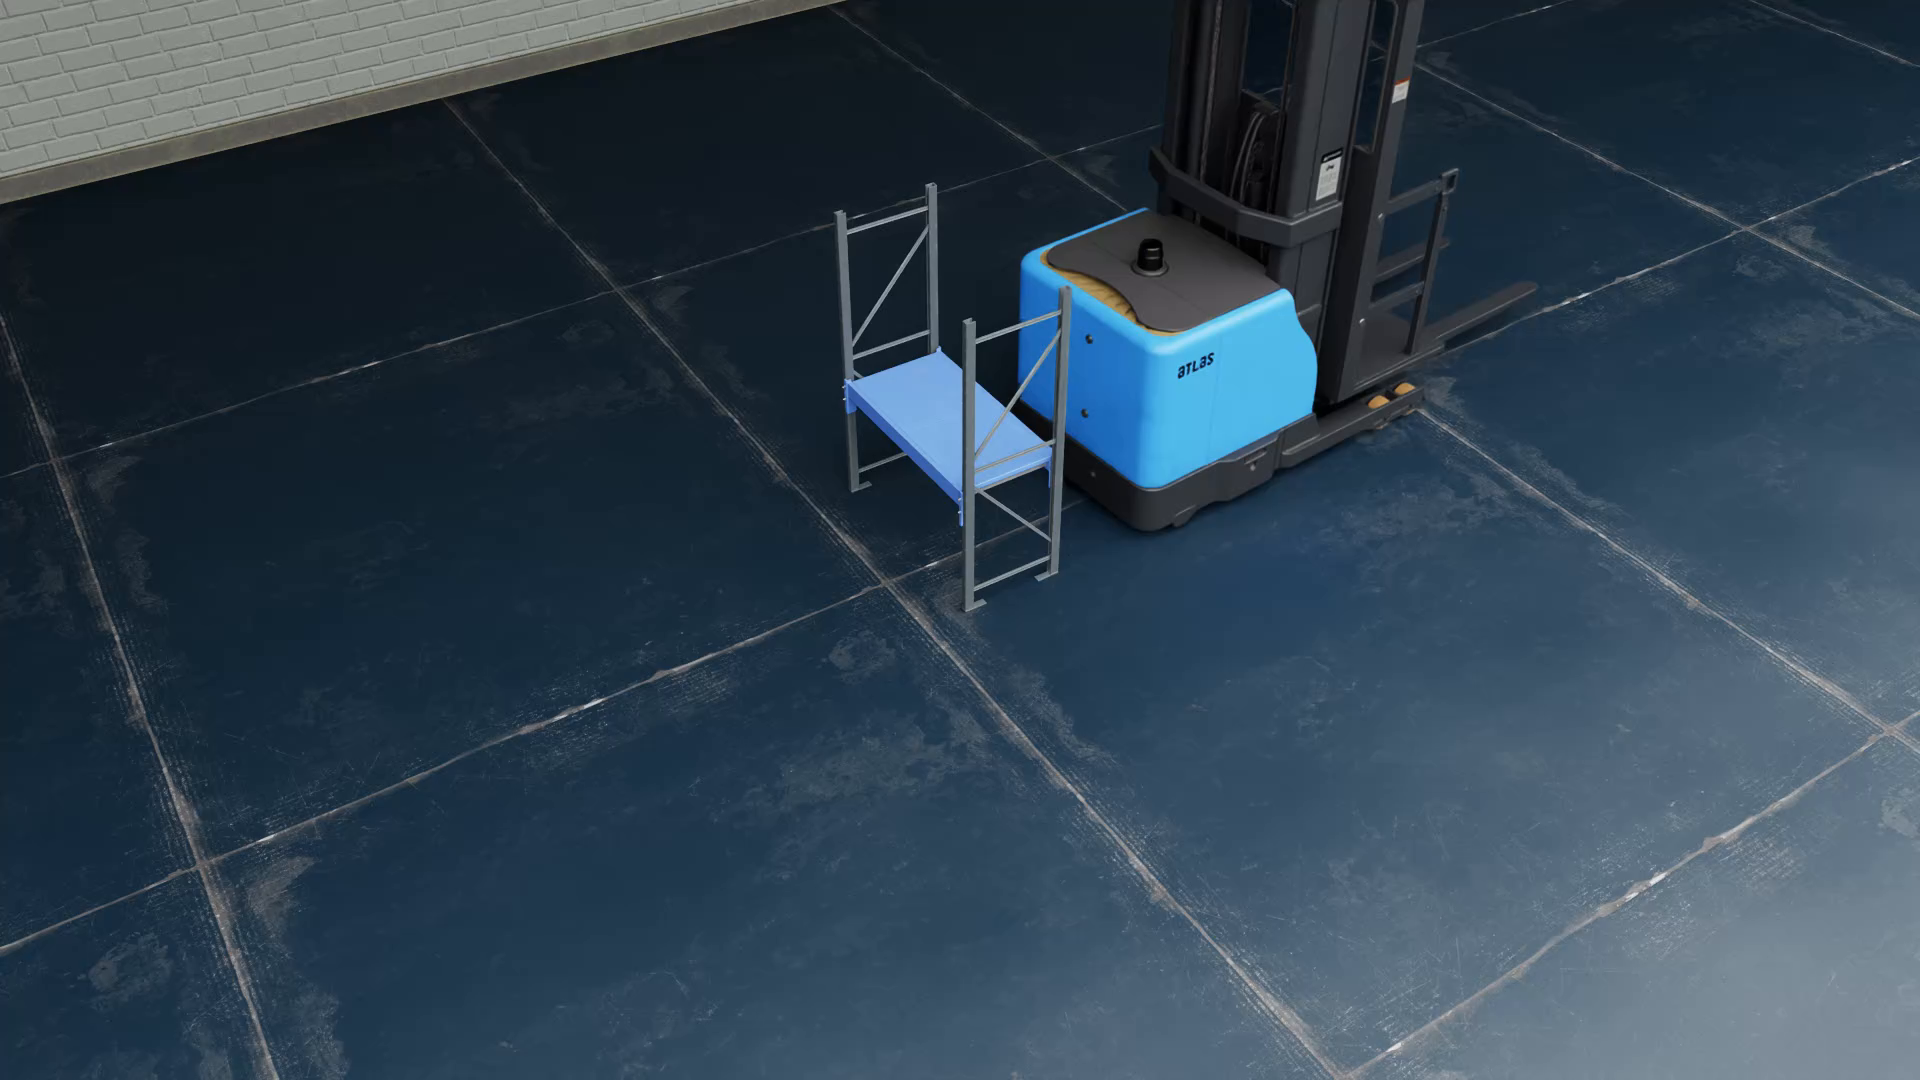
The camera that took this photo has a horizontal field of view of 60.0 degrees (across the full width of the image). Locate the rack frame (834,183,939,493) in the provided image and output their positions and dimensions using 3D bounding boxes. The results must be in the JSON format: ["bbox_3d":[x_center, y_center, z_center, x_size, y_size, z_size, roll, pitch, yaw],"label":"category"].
[{"bbox_3d":[-0.319,-0.897,7.654,0.500,1.500,0.032,-22,45,-24],"label":"rack frame"}]

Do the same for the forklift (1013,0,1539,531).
[{"bbox_3d":[1.747,-1.934,7.781,3.031,2.935,1.130,-26,46,-27],"label":"forklift"}]

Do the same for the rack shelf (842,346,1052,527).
[{"bbox_3d":[-0.046,-0.484,7.440,0.538,0.185,1.000,-22,45,-24],"label":"rack shelf"}]

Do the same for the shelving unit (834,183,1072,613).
[{"bbox_3d":[-0.046,-0.622,7.325,0.538,1.500,1.048,-22,45,-24],"label":"shelving unit"}]

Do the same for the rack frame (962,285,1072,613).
[{"bbox_3d":[0.227,-0.348,6.996,0.500,1.500,0.032,-22,45,-24],"label":"rack frame"}]
